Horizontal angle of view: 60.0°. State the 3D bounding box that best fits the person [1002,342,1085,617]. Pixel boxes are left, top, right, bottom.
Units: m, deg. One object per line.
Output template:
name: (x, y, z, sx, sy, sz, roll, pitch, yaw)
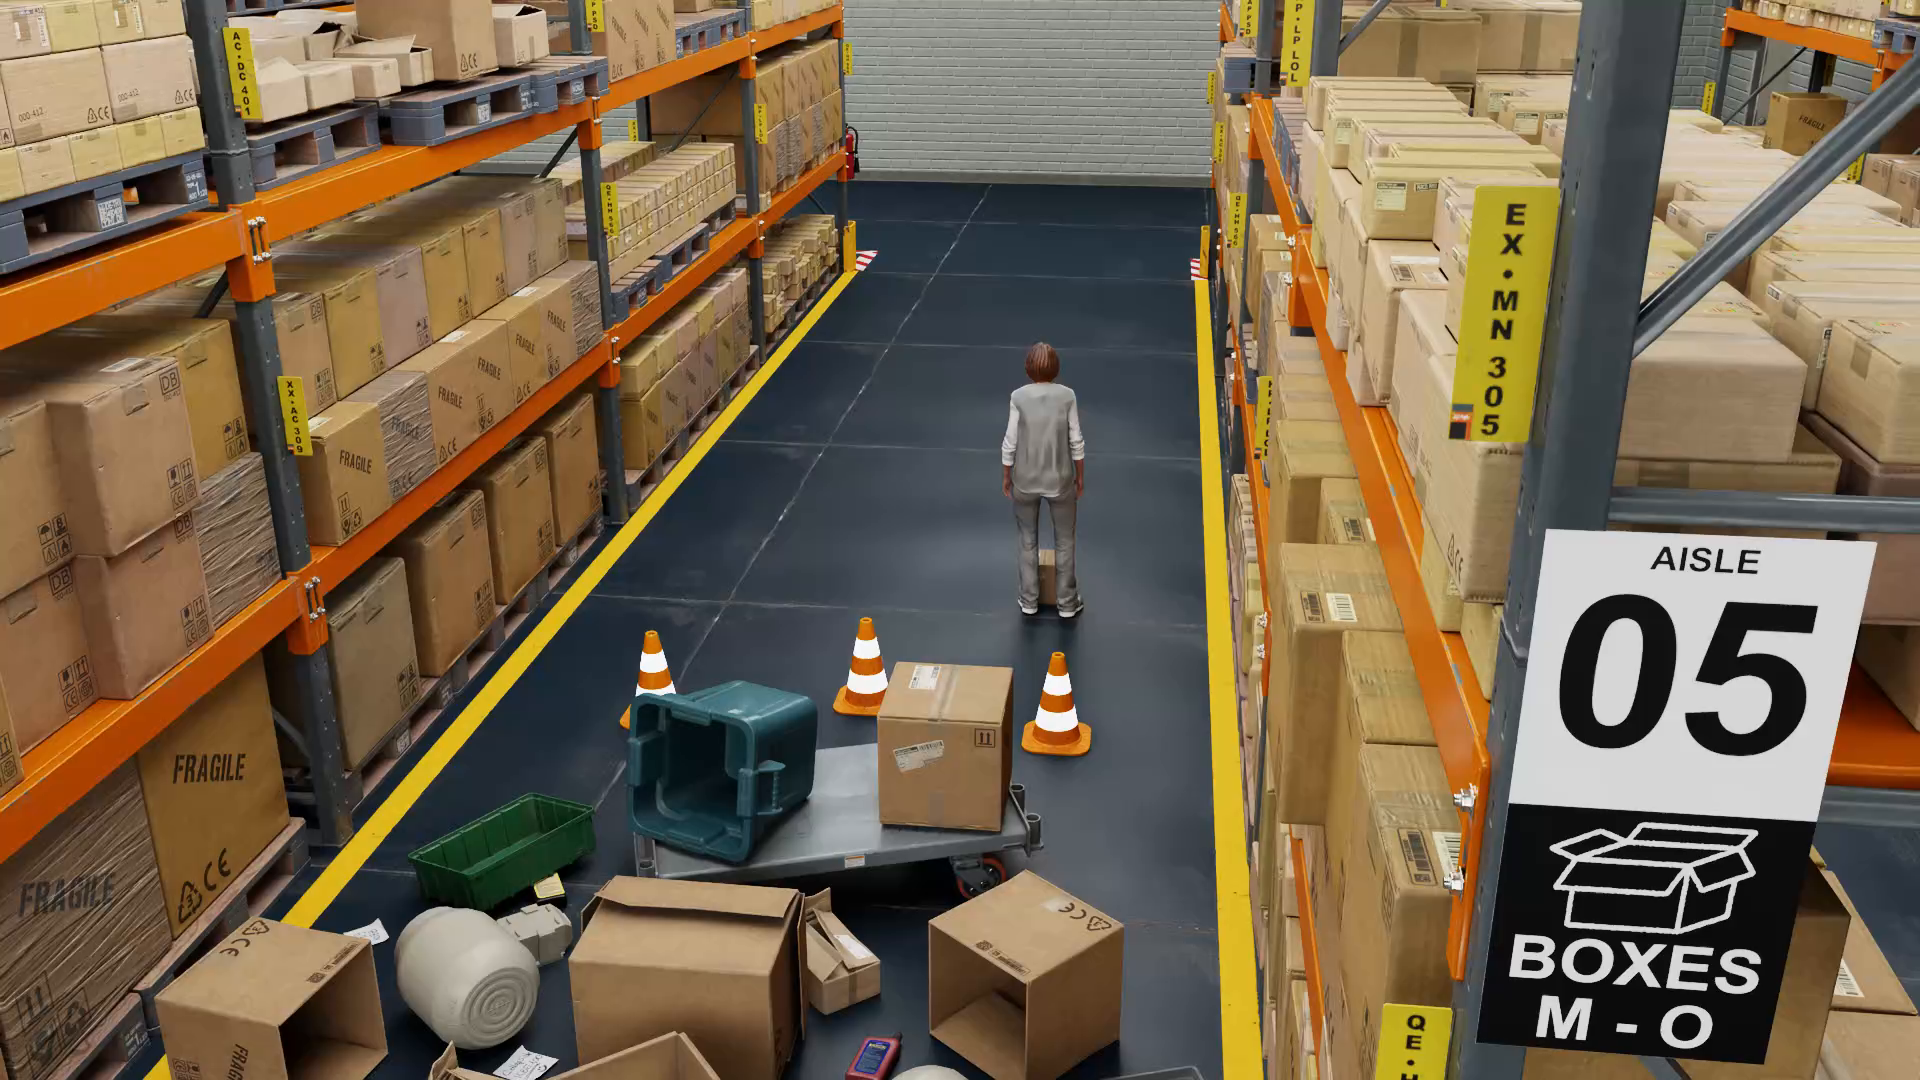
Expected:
person: (0.478, -0.327, 9.429, 0.484, 1.594, 0.369, 1, 22, 4)
